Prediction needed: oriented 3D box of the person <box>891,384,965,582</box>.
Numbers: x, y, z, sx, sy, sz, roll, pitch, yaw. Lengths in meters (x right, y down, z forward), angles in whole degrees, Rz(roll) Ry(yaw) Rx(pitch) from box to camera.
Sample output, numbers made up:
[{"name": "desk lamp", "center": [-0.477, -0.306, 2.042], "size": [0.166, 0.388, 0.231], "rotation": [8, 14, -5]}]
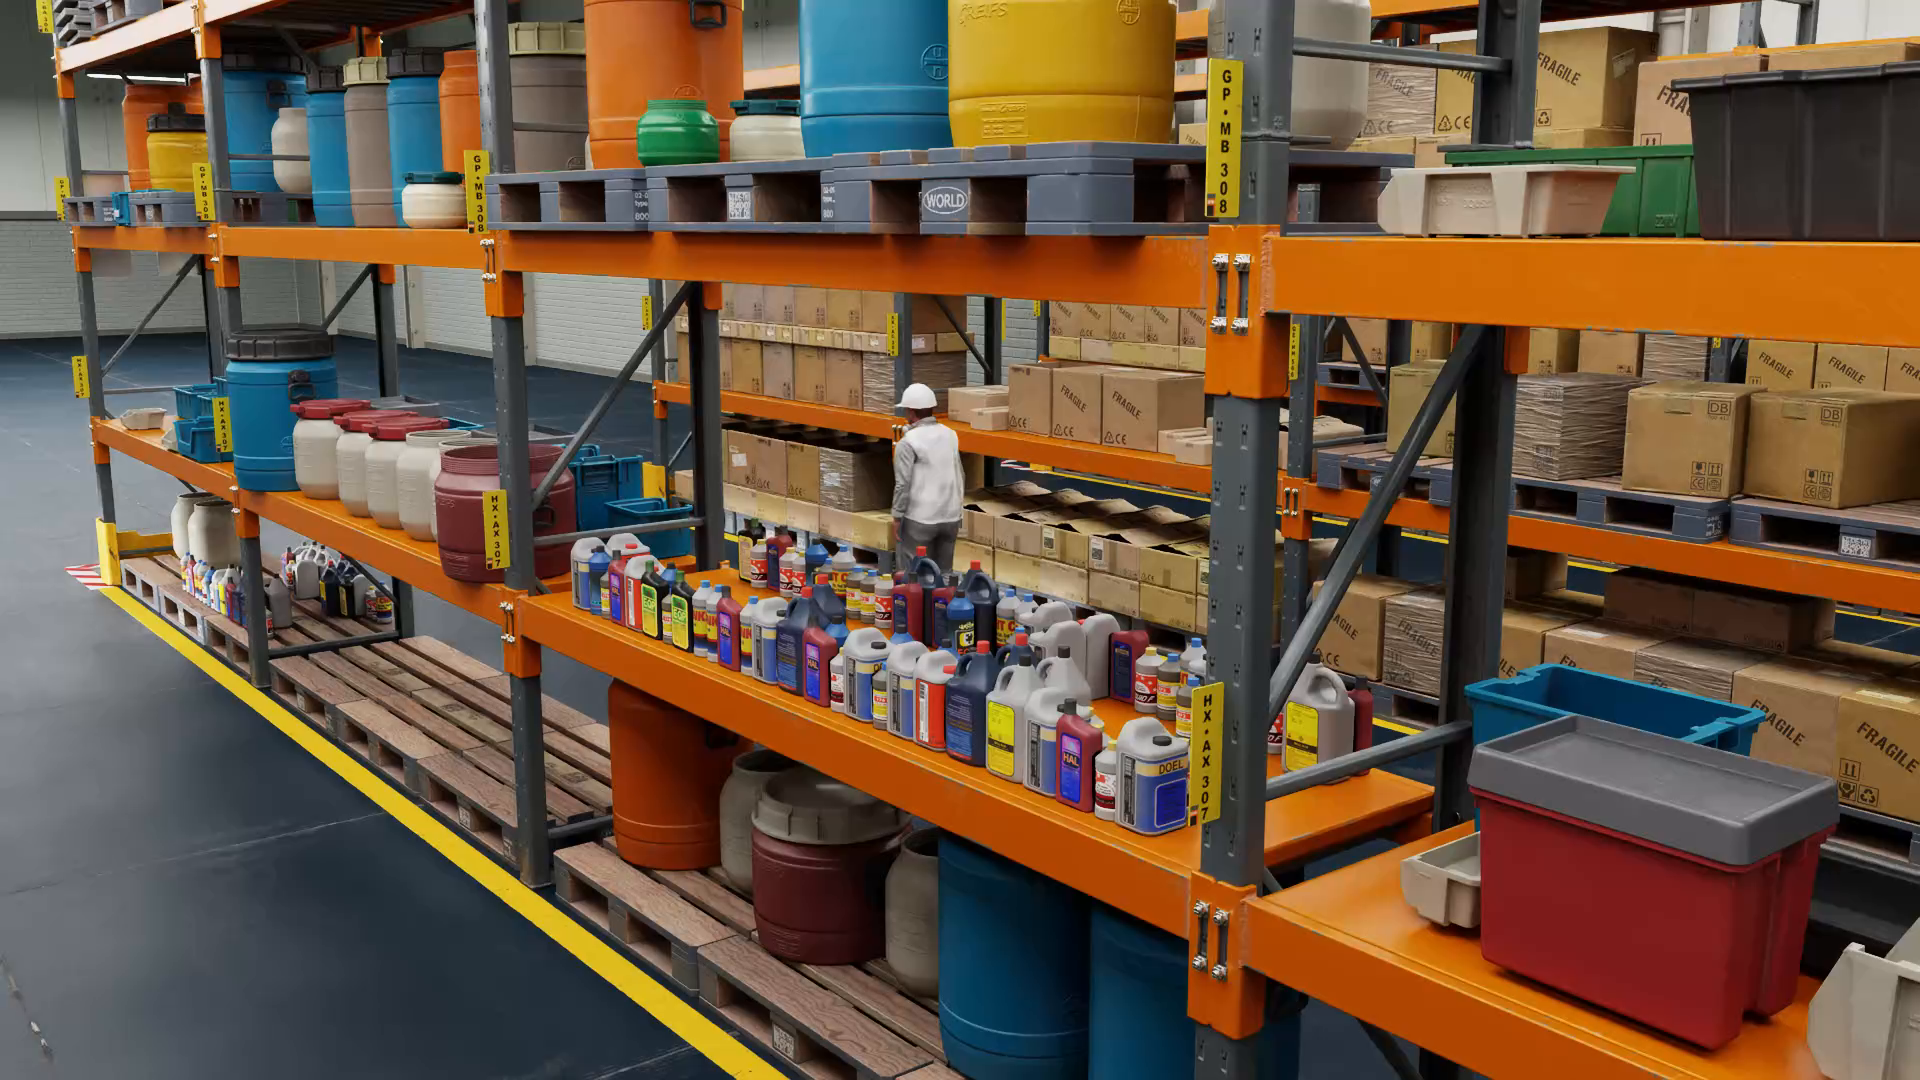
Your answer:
[{"name": "person", "center": [-0.221, -0.165, 11.225], "size": [0.579, 1.770, 0.462], "rotation": [-9, 14, -39]}]
